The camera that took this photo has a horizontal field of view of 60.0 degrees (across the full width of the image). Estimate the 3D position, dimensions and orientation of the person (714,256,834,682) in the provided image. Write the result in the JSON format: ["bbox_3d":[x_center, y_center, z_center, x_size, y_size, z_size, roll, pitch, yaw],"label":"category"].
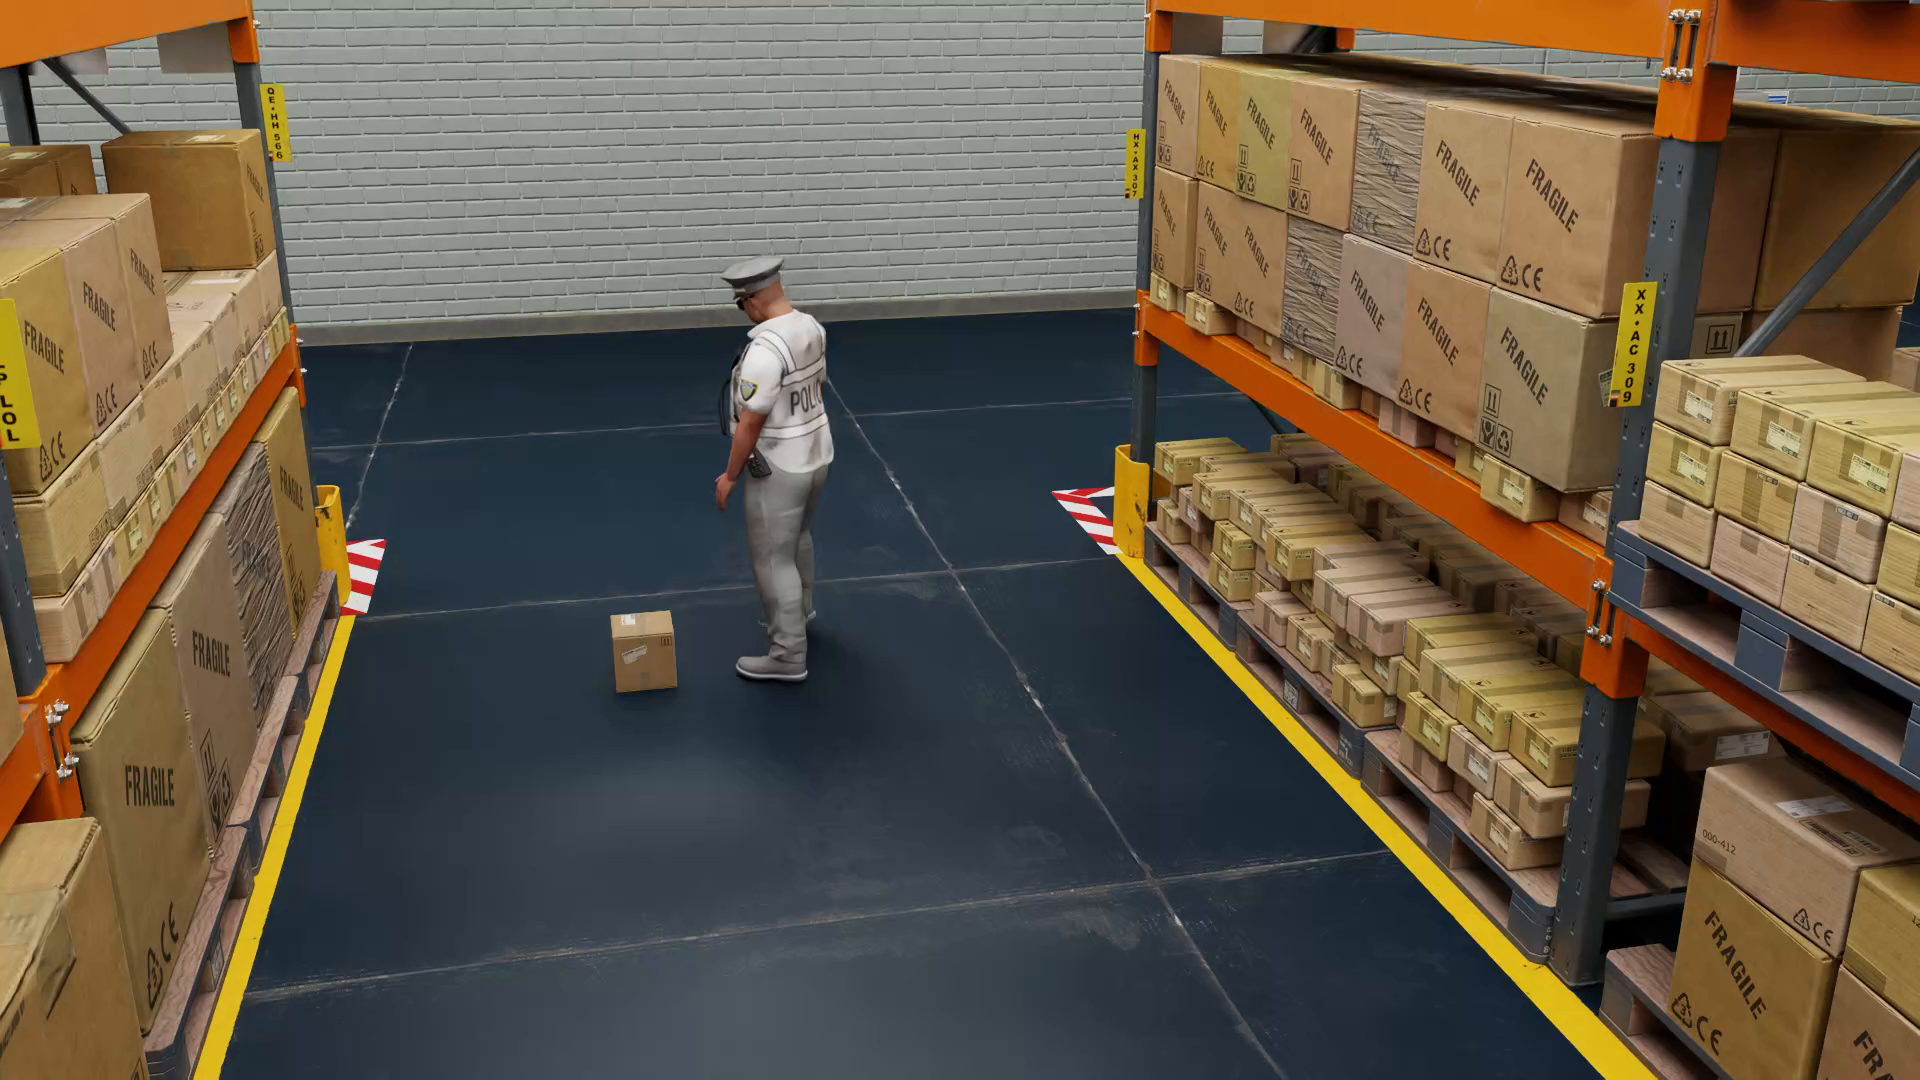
[{"bbox_3d":[-0.771,-0.324,6.974,0.530,1.760,0.743,6,20,17],"label":"person"}]
